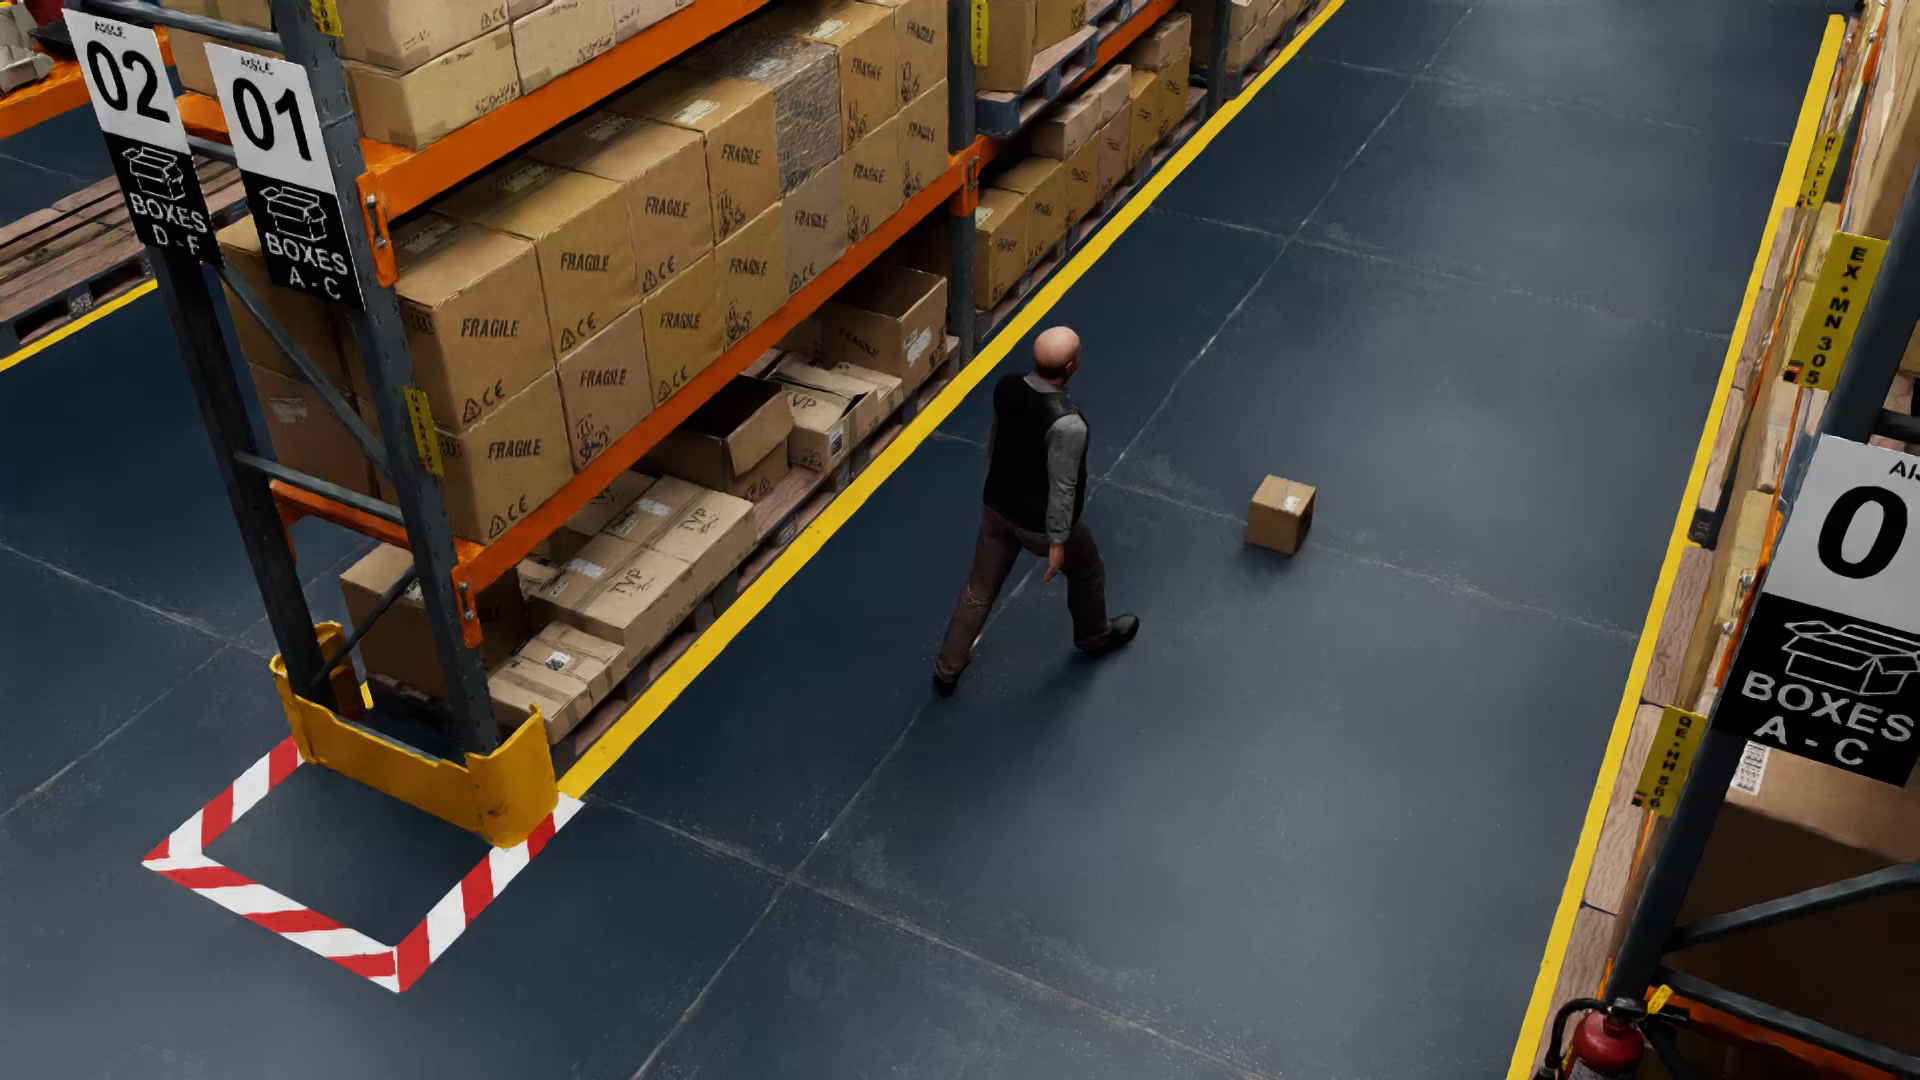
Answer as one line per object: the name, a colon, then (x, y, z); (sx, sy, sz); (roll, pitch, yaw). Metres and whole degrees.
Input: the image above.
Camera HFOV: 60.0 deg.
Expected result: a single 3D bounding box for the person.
person: (0.315, -0.131, 6.980); (0.965, 1.679, 0.578); (-28, 46, -32)
